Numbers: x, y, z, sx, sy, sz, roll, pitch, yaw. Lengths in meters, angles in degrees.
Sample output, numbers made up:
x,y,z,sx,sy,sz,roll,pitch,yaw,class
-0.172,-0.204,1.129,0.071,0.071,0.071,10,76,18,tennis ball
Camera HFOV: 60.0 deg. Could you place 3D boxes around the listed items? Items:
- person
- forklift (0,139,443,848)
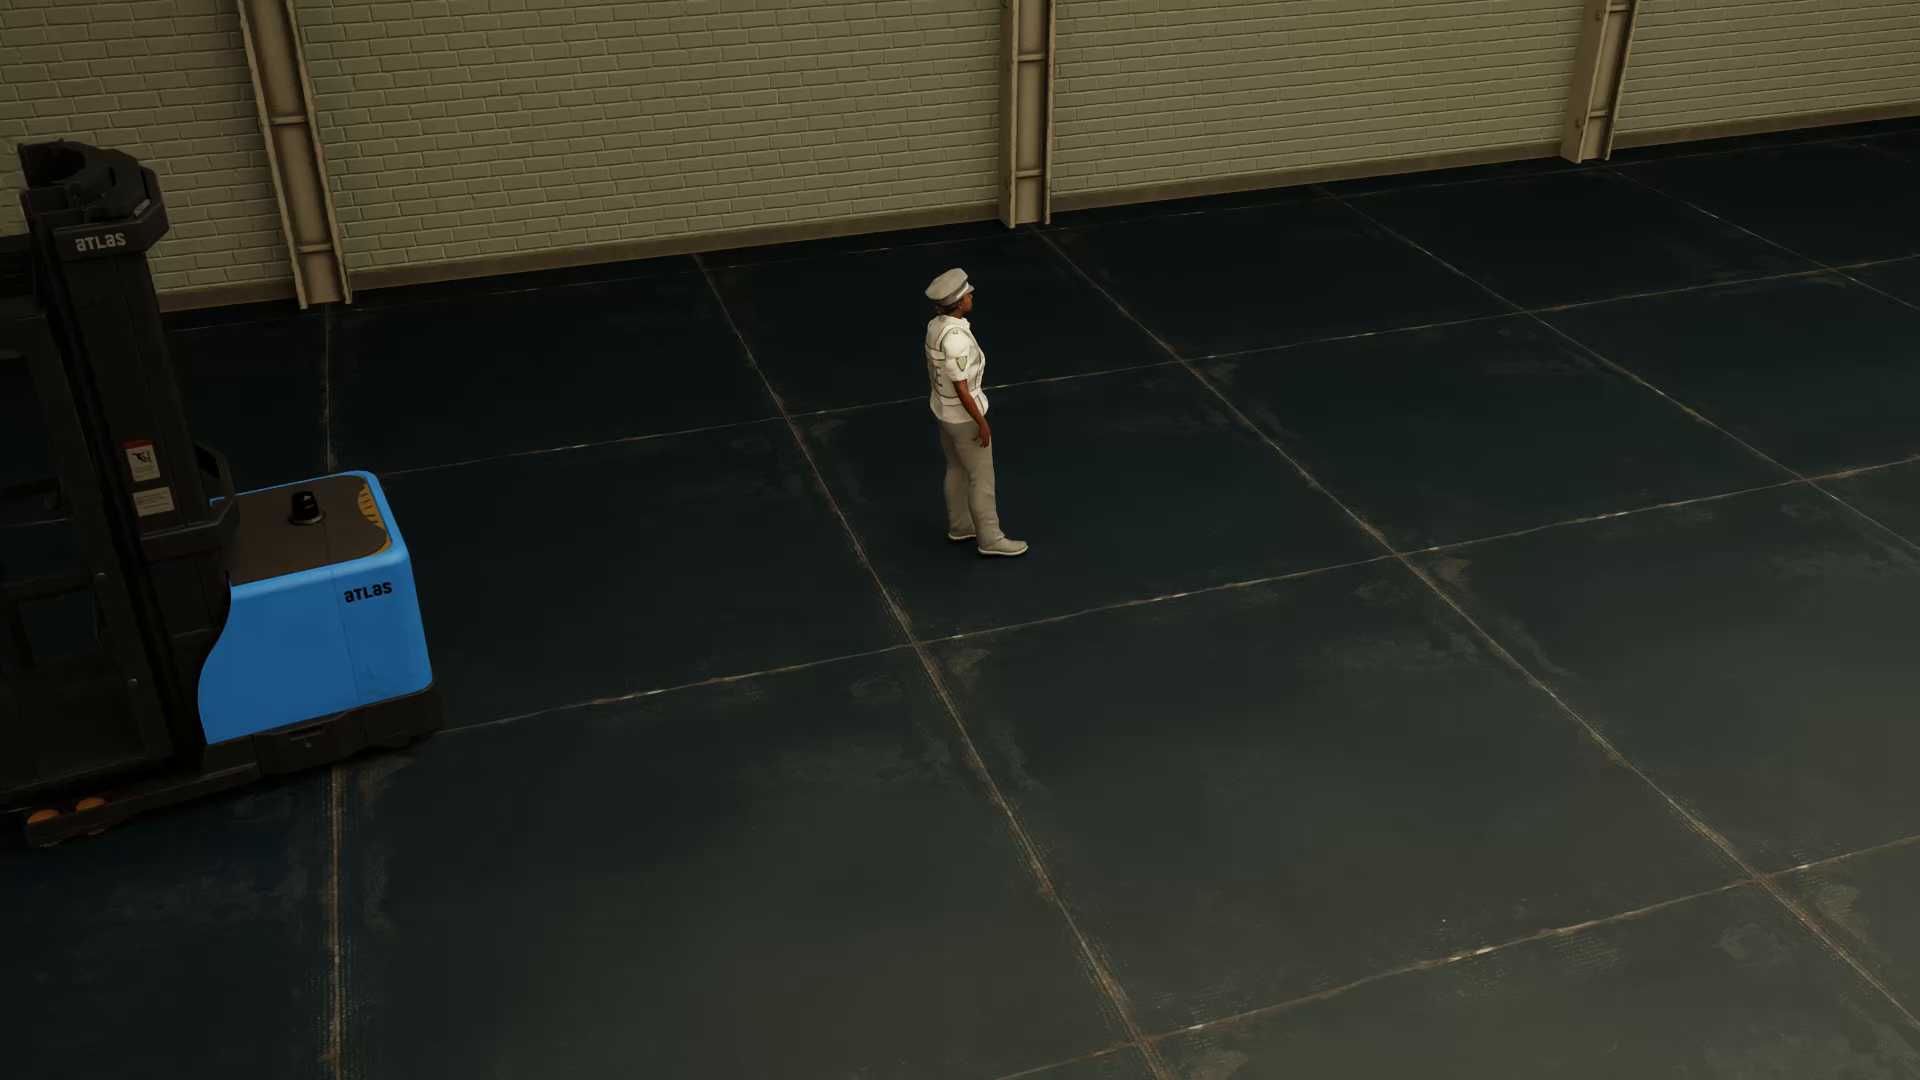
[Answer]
x,y,z,sx,sy,sz,roll,pitch,yaw,class
0.077,-0.743,9.604,0.530,1.694,0.569,-10,31,-16,person
-4.138,-0.172,7.385,3.031,2.935,1.130,-14,33,-23,forklift
